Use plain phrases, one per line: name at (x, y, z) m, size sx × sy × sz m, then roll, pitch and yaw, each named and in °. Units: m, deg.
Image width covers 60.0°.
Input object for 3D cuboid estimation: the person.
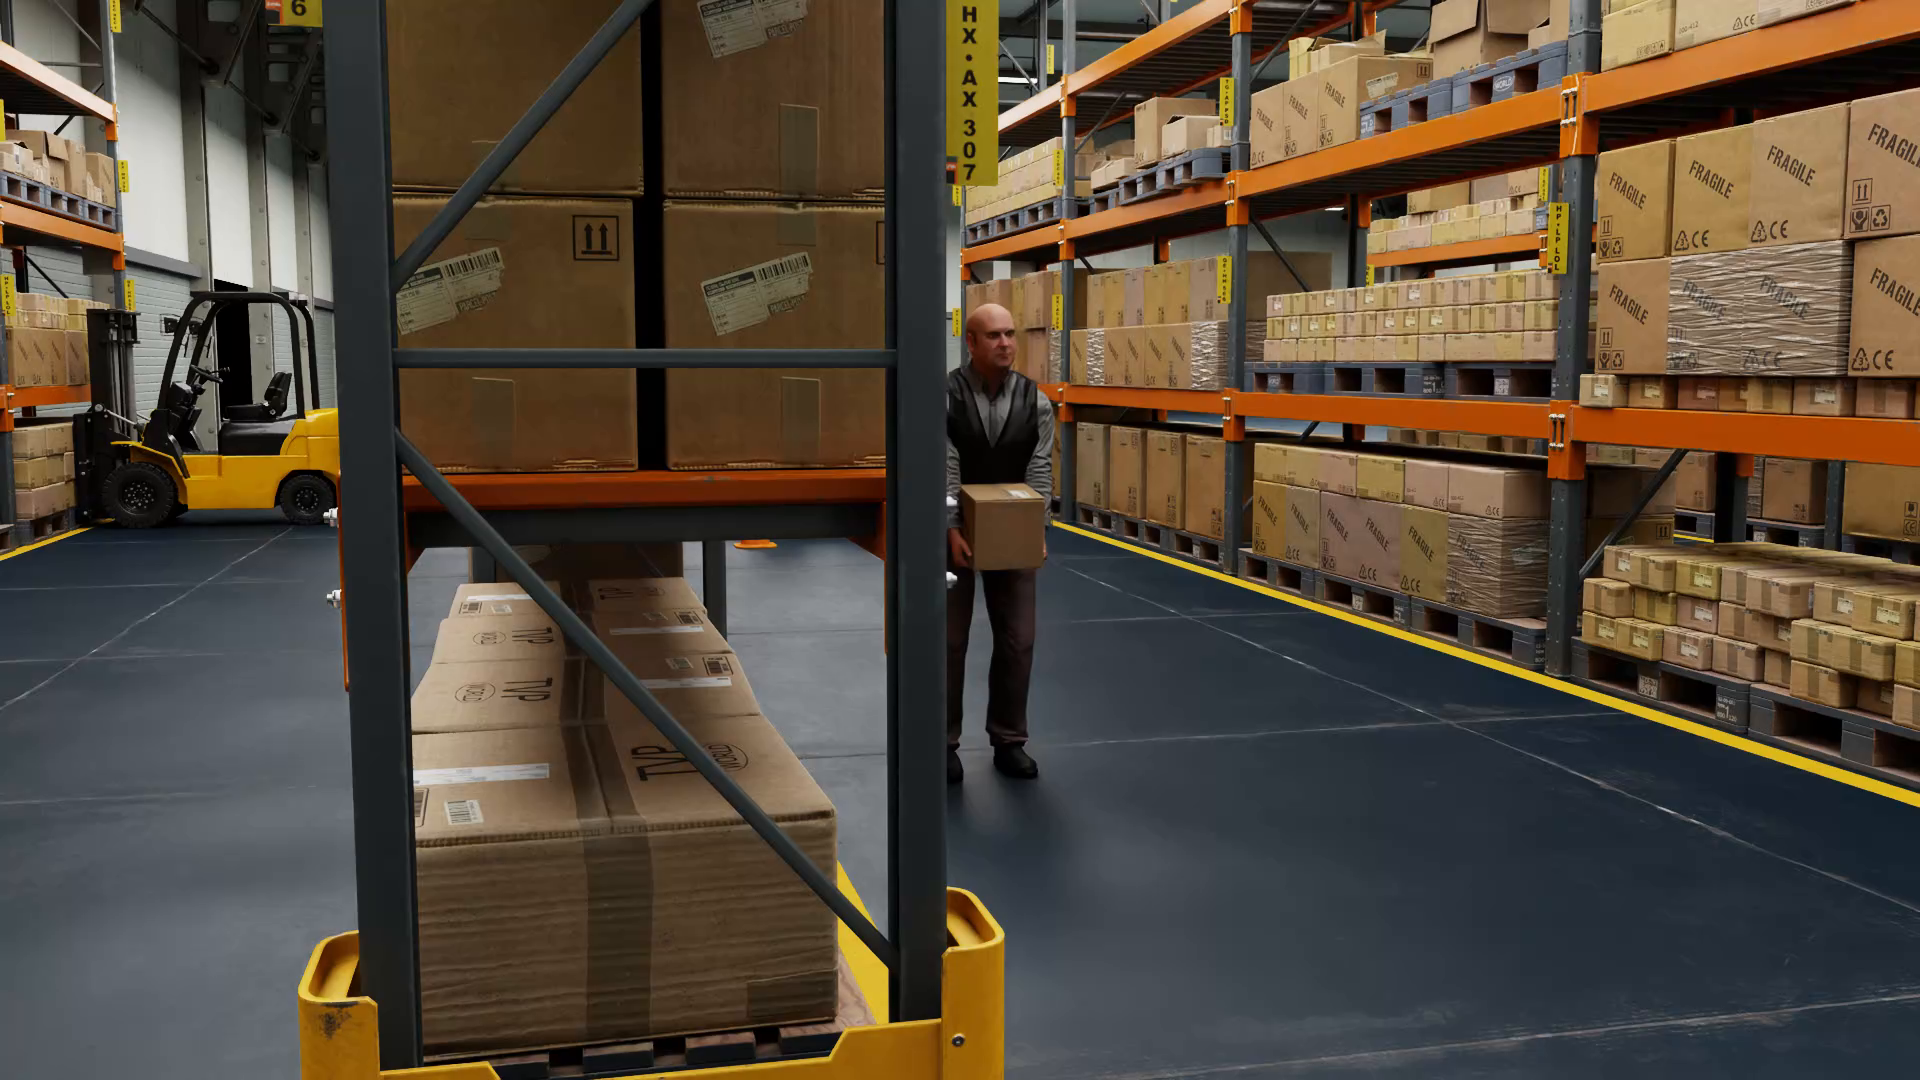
person at (0.108, 0.014, 5.998) m, size 0.487 × 1.713 × 0.577 m, roll -2°, pitch 6°, yaw -14°
